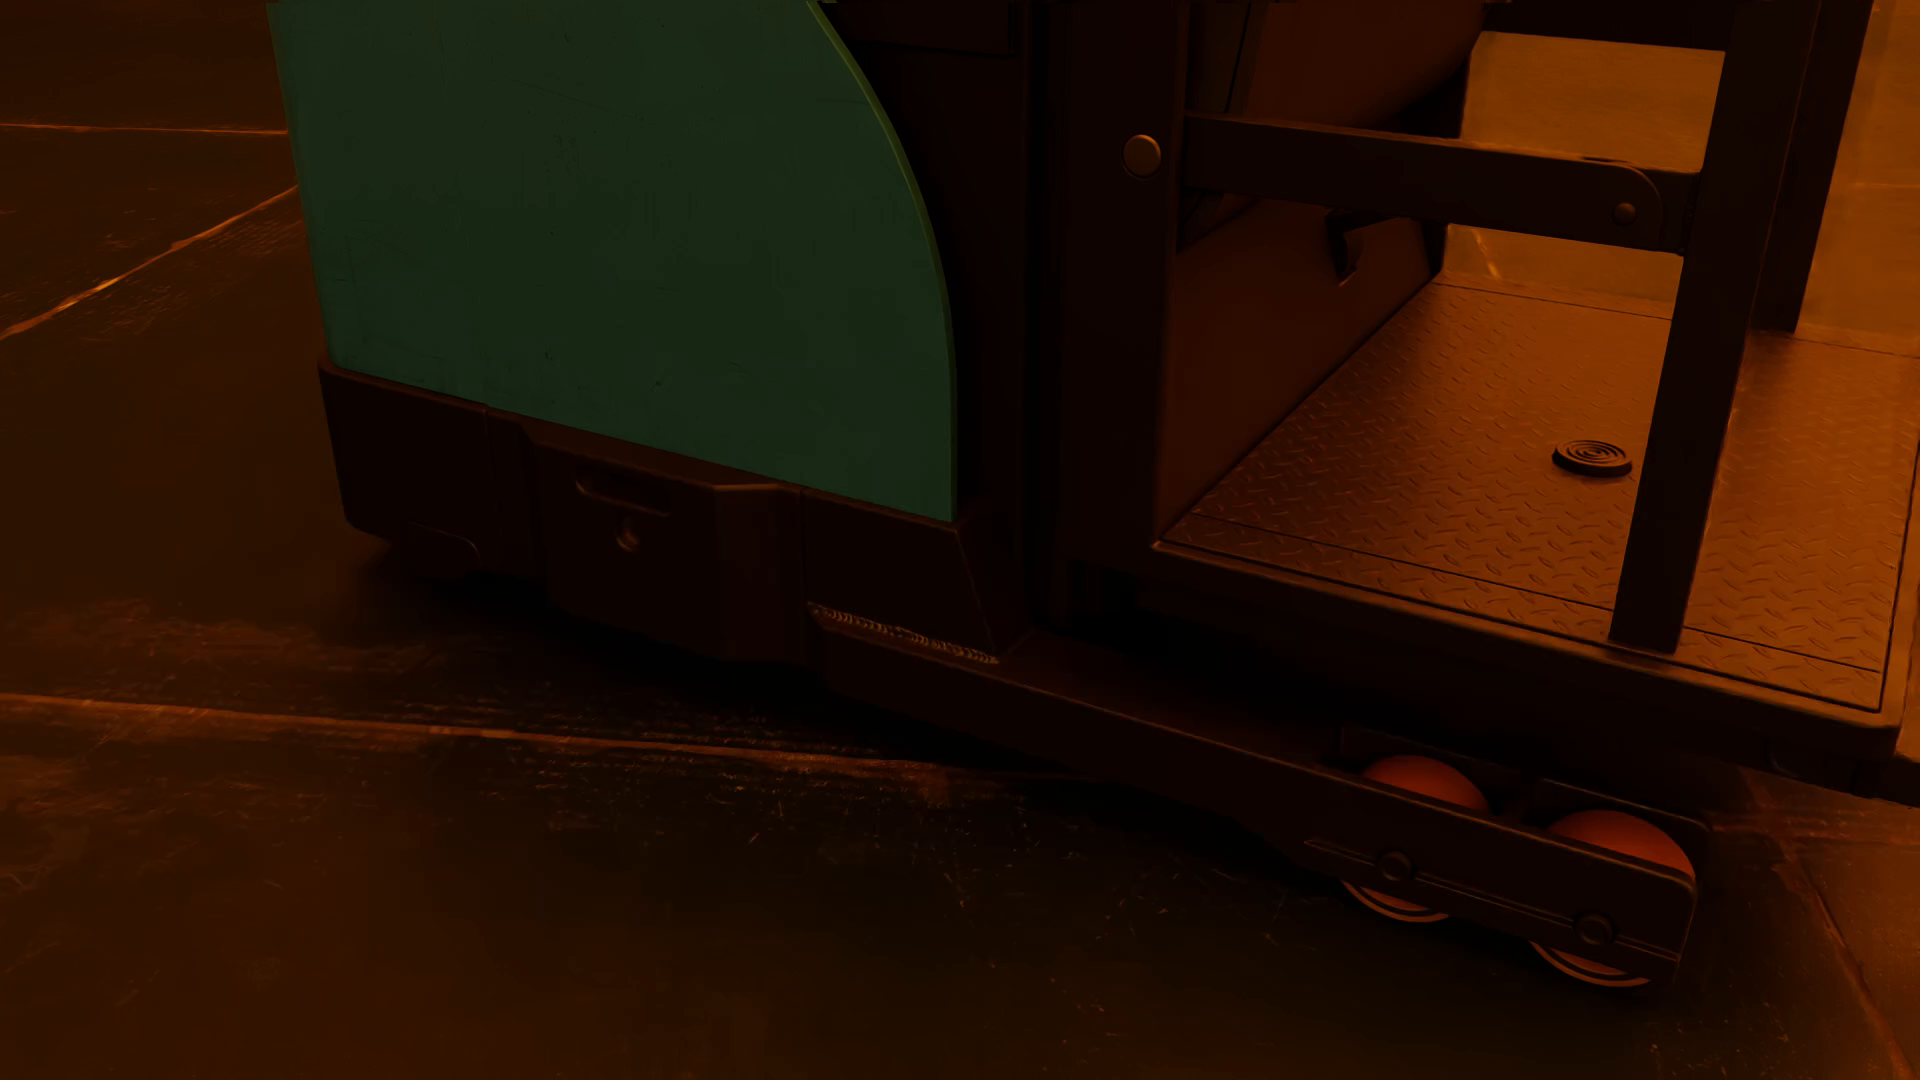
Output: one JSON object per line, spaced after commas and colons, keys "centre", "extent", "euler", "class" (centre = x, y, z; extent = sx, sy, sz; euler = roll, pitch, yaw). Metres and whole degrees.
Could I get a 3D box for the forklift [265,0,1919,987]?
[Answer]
{"centre": [0.637, -1.148, 1.518], "extent": [3.031, 2.935, 1.130], "euler": [14, 30, 26], "class": "forklift"}
